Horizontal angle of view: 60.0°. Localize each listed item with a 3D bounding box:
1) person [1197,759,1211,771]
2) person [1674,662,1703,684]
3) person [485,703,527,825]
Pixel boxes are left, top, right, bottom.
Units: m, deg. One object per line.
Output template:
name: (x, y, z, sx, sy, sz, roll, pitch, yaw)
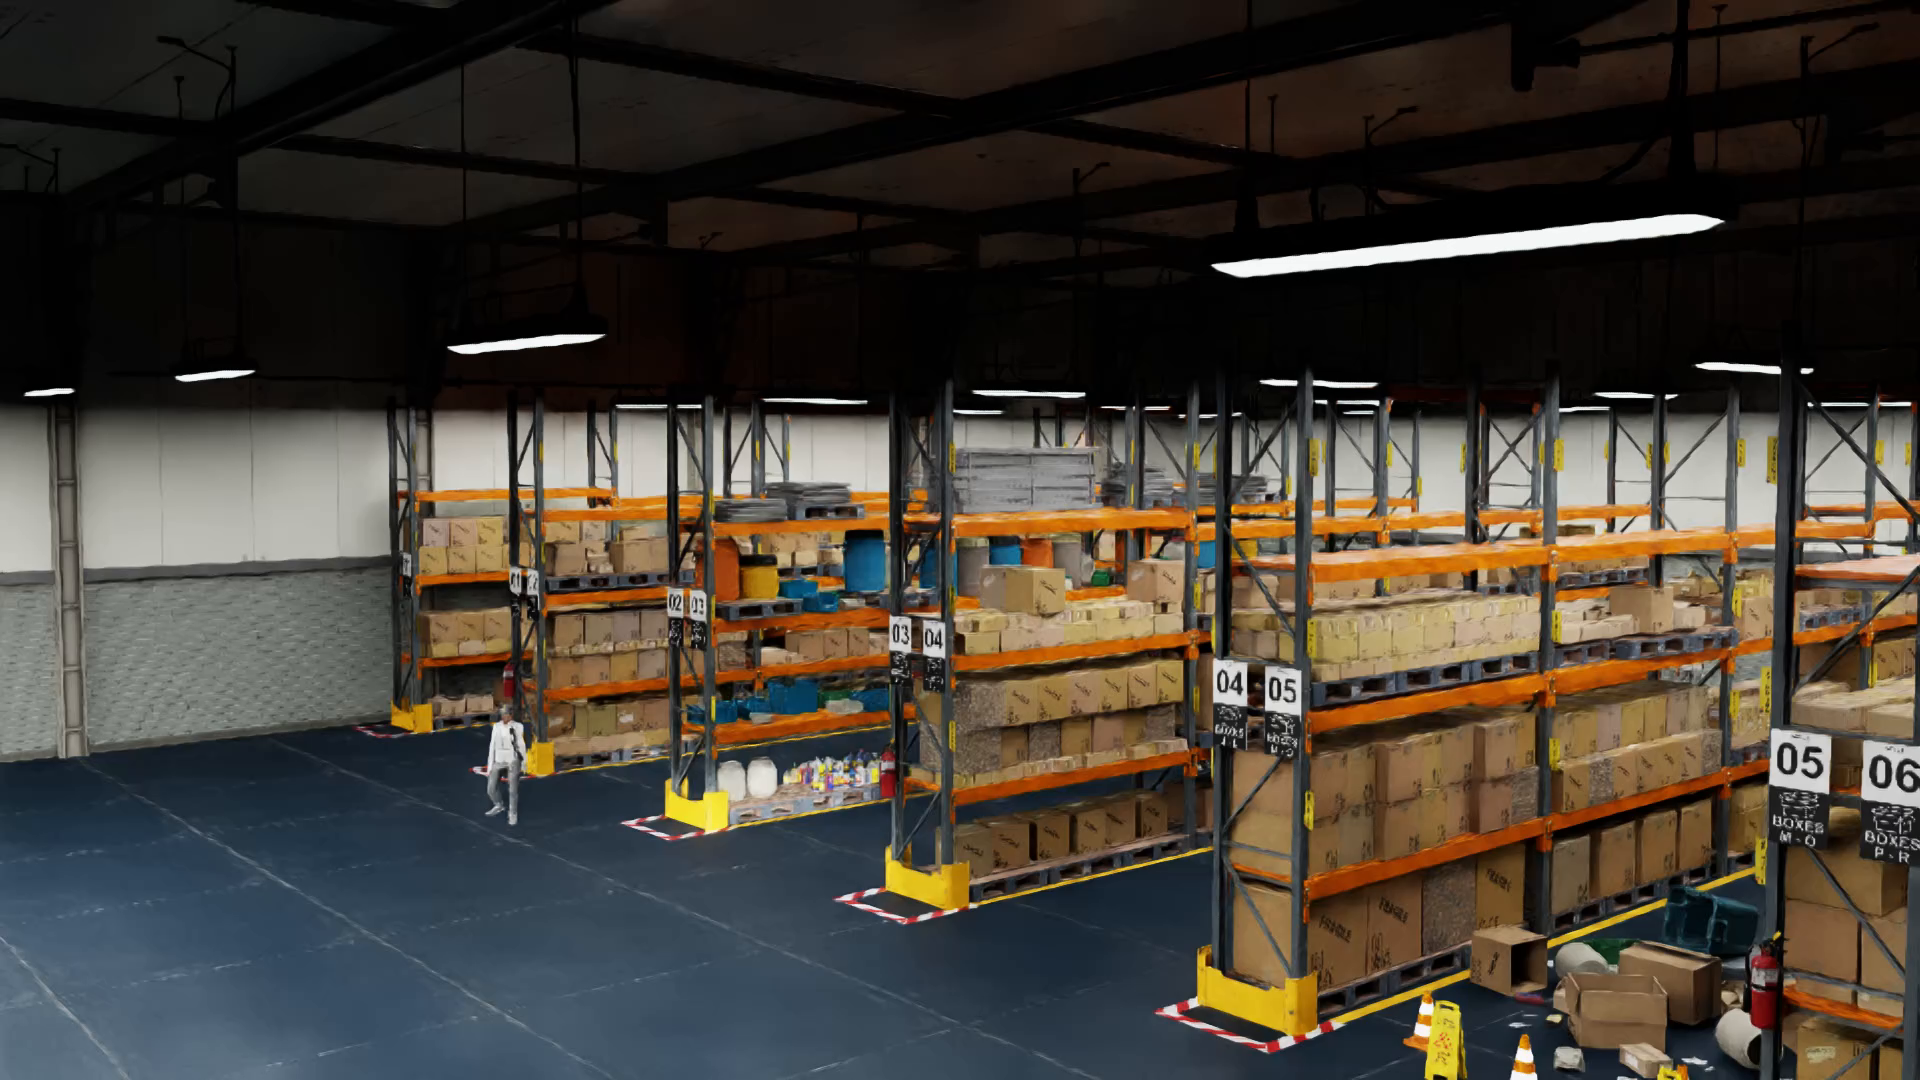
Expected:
person: (3.878, 2.841, 26.382, 0.339, 1.641, 0.476, 1, 4, 22)
person: (13.889, 2.479, 31.972, 0.712, 1.658, 0.509, 0, 3, 6)
person: (-6.195, 3.015, 22.584, 0.658, 1.662, 0.503, 0, 3, 8)
